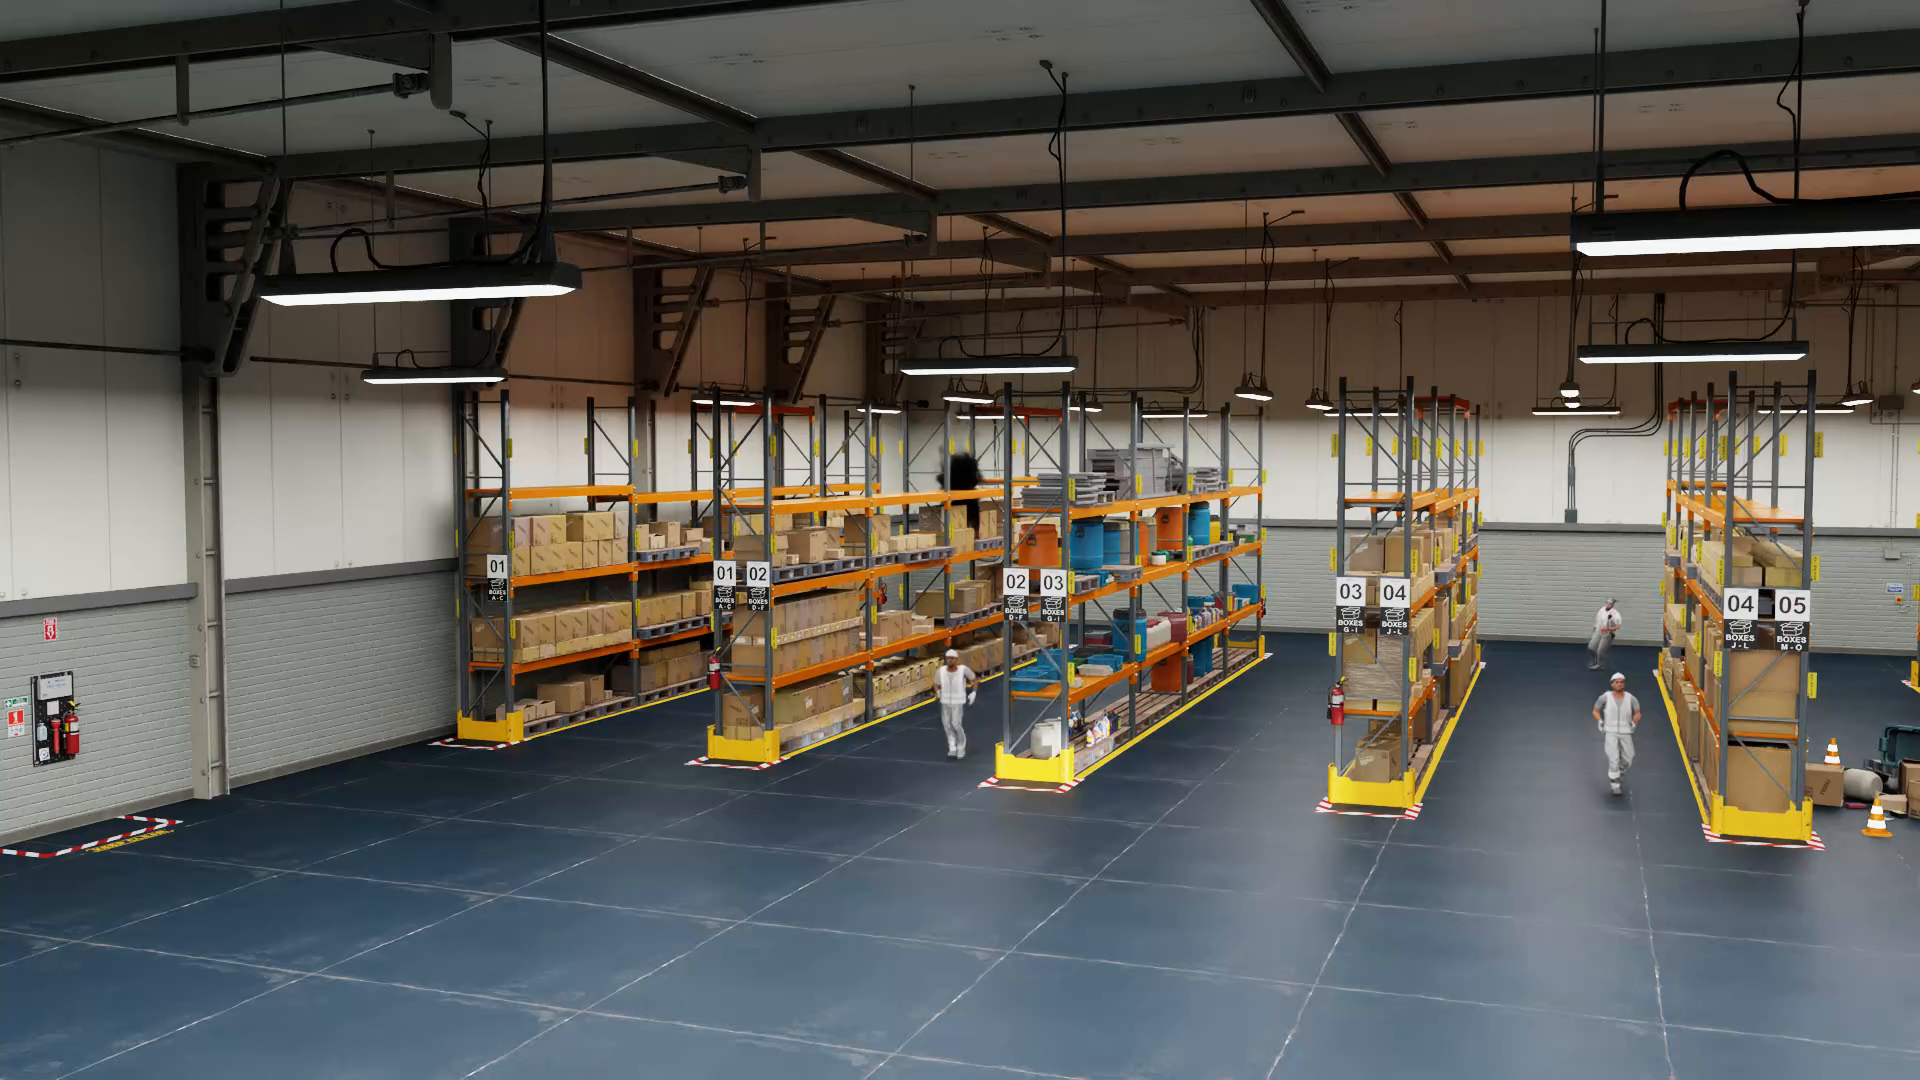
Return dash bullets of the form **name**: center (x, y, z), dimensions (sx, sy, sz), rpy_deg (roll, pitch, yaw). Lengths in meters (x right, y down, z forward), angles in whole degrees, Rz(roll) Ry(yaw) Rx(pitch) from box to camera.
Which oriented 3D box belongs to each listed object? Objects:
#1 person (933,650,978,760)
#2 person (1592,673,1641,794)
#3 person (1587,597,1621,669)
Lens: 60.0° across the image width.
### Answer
- **person**: center (-0.113, 2.657, 26.735), dimensions (0.687, 1.794, 0.674), rpy_deg (1, 3, 16)
- **person**: center (9.545, 2.801, 24.168), dimensions (0.657, 1.738, 0.673), rpy_deg (1, 3, 14)
- **person**: center (14.477, 2.103, 37.432), dimensions (0.794, 1.682, 0.685), rpy_deg (2, 4, 36)
